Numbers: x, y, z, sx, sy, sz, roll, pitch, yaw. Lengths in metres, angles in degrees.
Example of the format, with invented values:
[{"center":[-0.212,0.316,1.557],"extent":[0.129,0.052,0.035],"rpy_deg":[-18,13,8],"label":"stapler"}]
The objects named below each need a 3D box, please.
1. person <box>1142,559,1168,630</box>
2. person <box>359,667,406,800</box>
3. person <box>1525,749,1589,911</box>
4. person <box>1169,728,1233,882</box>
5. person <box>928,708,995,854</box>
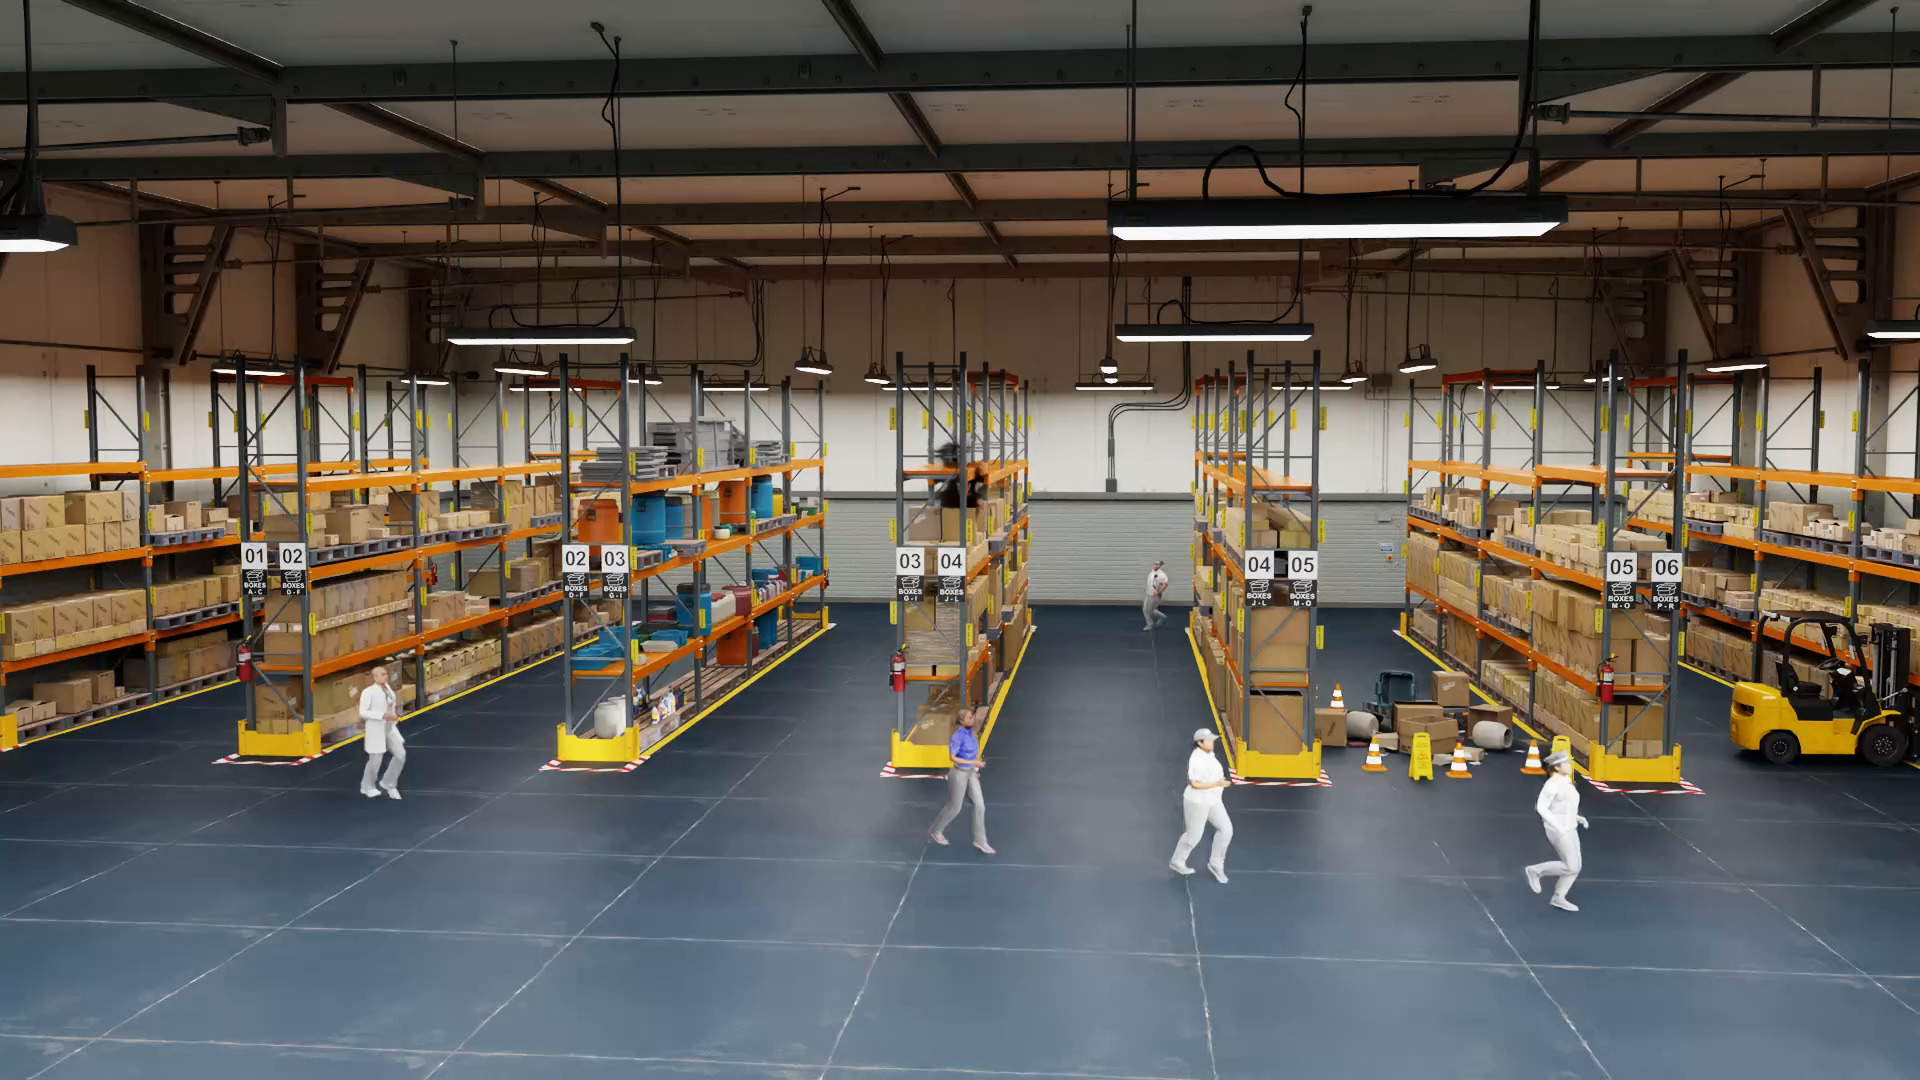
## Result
[{"center":[4.736,1.305,40.032],"extent":[0.590,1.739,0.719],"rpy_deg":[-2,5,-30],"label":"person"},{"center":[-7.645,2.572,21.968],"extent":[0.799,1.813,0.695],"rpy_deg":[2,5,30],"label":"person"},{"center":[6.149,2.970,17.124],"extent":[0.555,1.653,0.626],"rpy_deg":[3,5,40],"label":"person"},{"center":[2.639,2.900,18.114],"extent":[0.746,1.725,0.583],"rpy_deg":[3,5,37],"label":"person"},{"center":[0.007,2.807,19.389],"extent":[0.837,1.680,0.567],"rpy_deg":[3,5,32],"label":"person"}]
